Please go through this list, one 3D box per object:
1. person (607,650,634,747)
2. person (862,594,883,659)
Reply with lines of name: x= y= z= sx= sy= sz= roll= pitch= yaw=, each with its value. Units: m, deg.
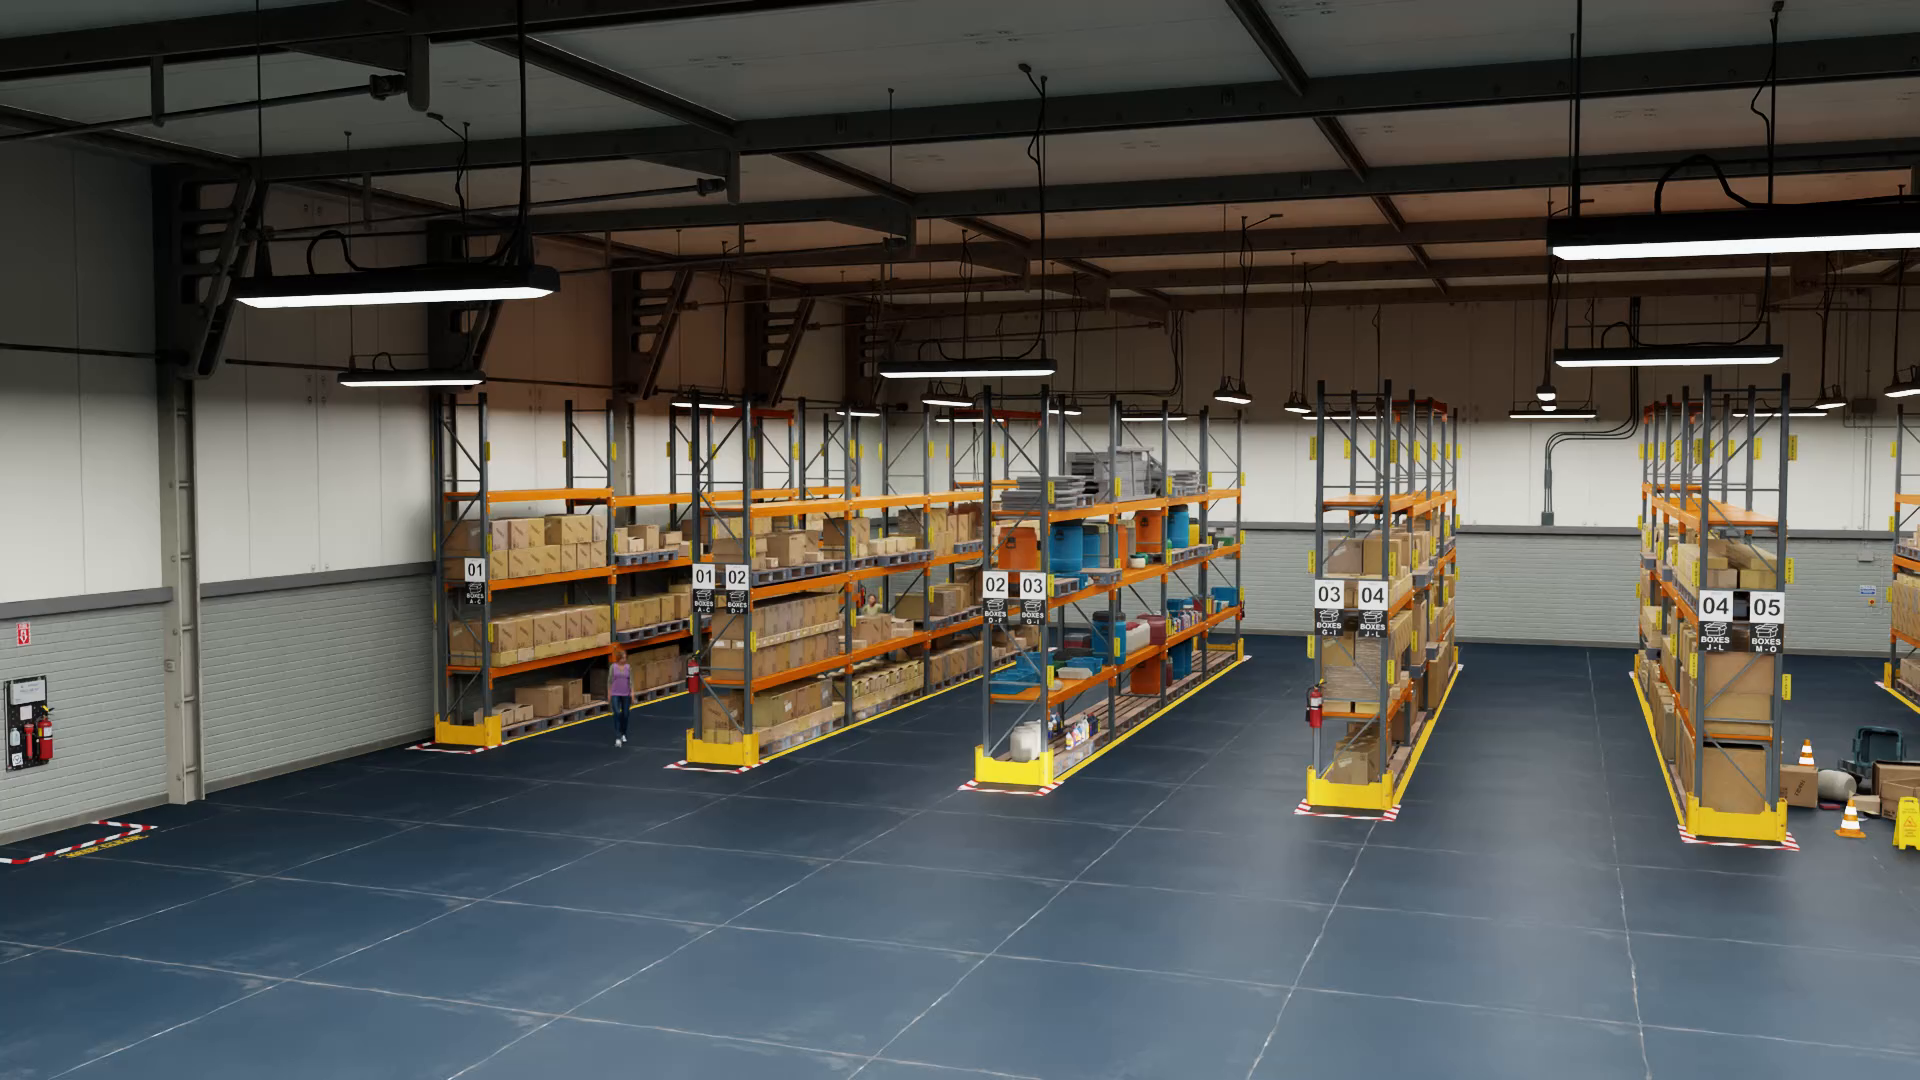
person: x=-5.780 y=2.703 z=28.464 sx=0.437 sy=1.614 sz=0.609 roll=-2 pitch=3 yaw=-26
person: x=-2.052 y=2.093 z=40.015 sx=0.561 sy=1.566 sz=0.699 roll=2 pitch=3 yaw=28
